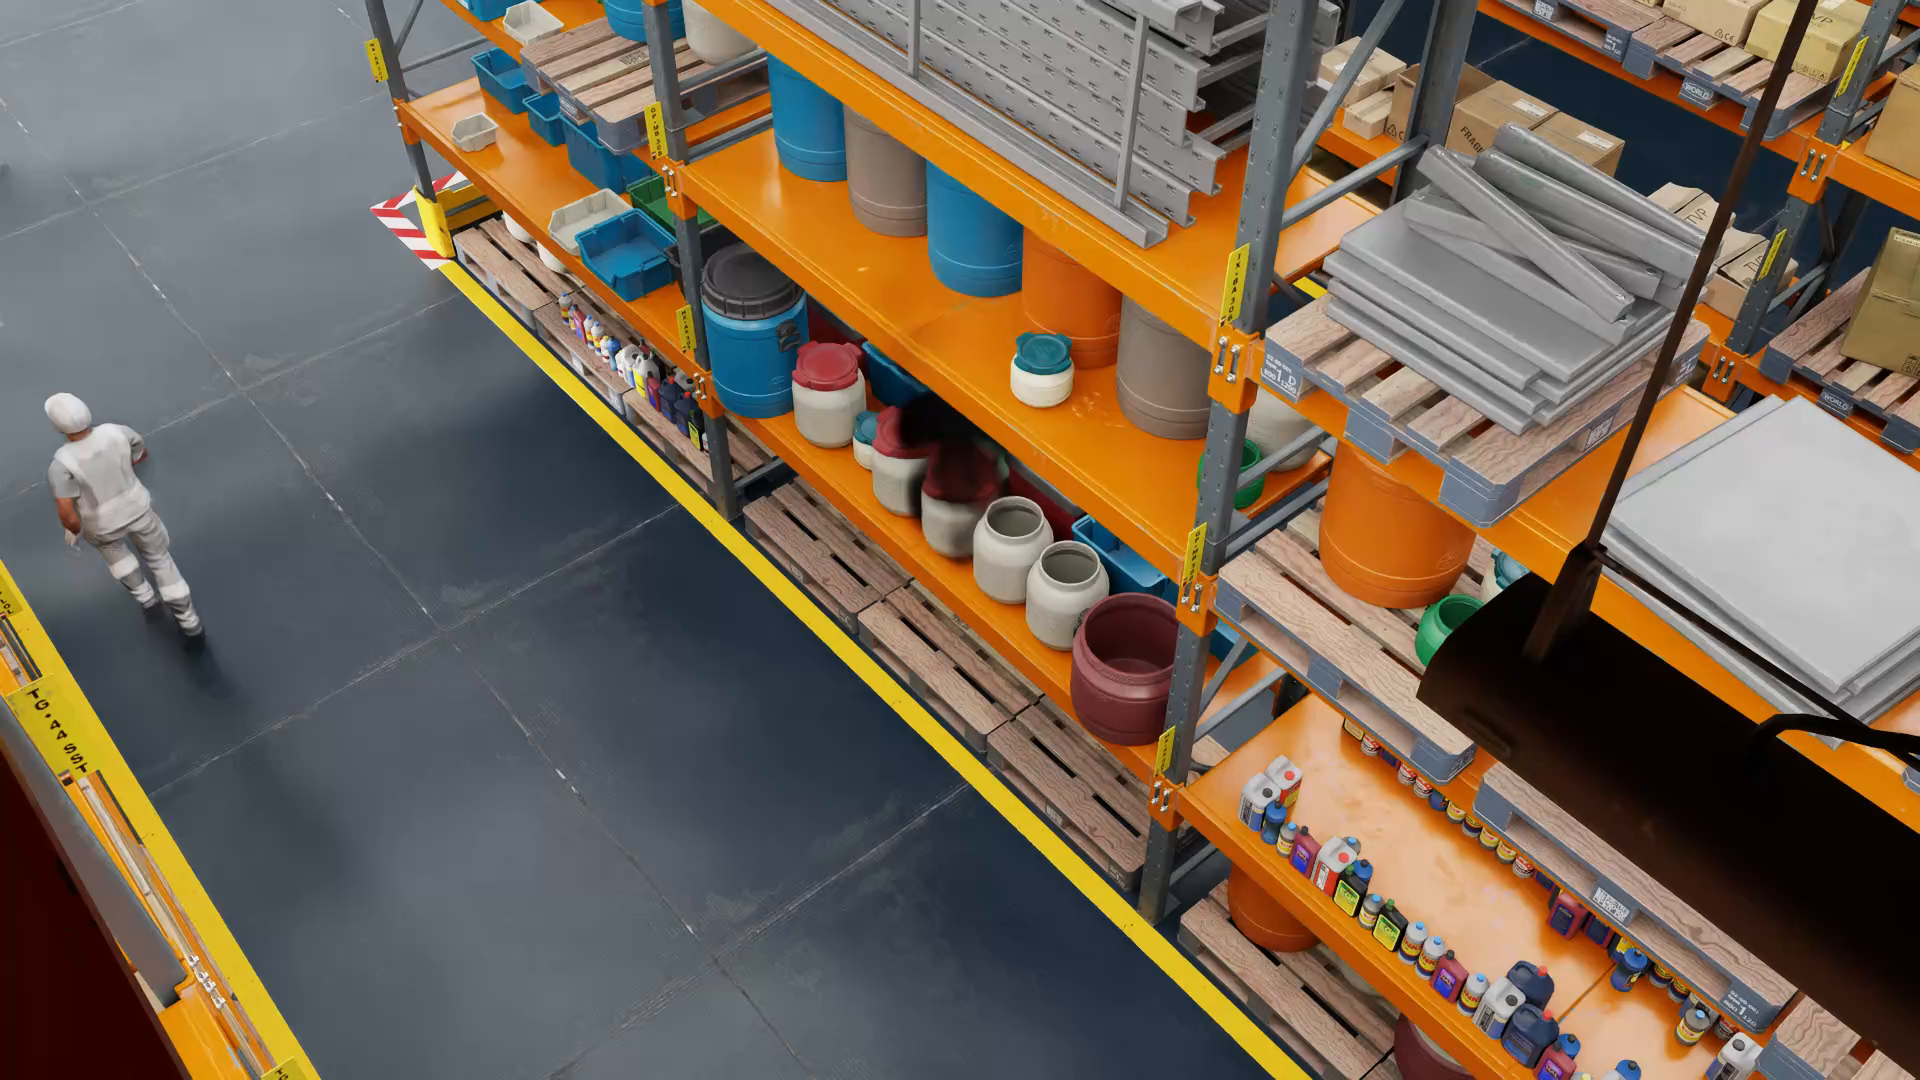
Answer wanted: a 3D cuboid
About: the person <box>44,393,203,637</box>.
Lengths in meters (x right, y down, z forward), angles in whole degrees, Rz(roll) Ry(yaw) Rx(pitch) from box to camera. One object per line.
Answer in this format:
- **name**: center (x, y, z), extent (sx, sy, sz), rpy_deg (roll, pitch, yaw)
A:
- **person**: center (-5.028, -0.160, 9.890), extent (0.643, 1.796, 0.803), rpy_deg (-34, 55, -28)
